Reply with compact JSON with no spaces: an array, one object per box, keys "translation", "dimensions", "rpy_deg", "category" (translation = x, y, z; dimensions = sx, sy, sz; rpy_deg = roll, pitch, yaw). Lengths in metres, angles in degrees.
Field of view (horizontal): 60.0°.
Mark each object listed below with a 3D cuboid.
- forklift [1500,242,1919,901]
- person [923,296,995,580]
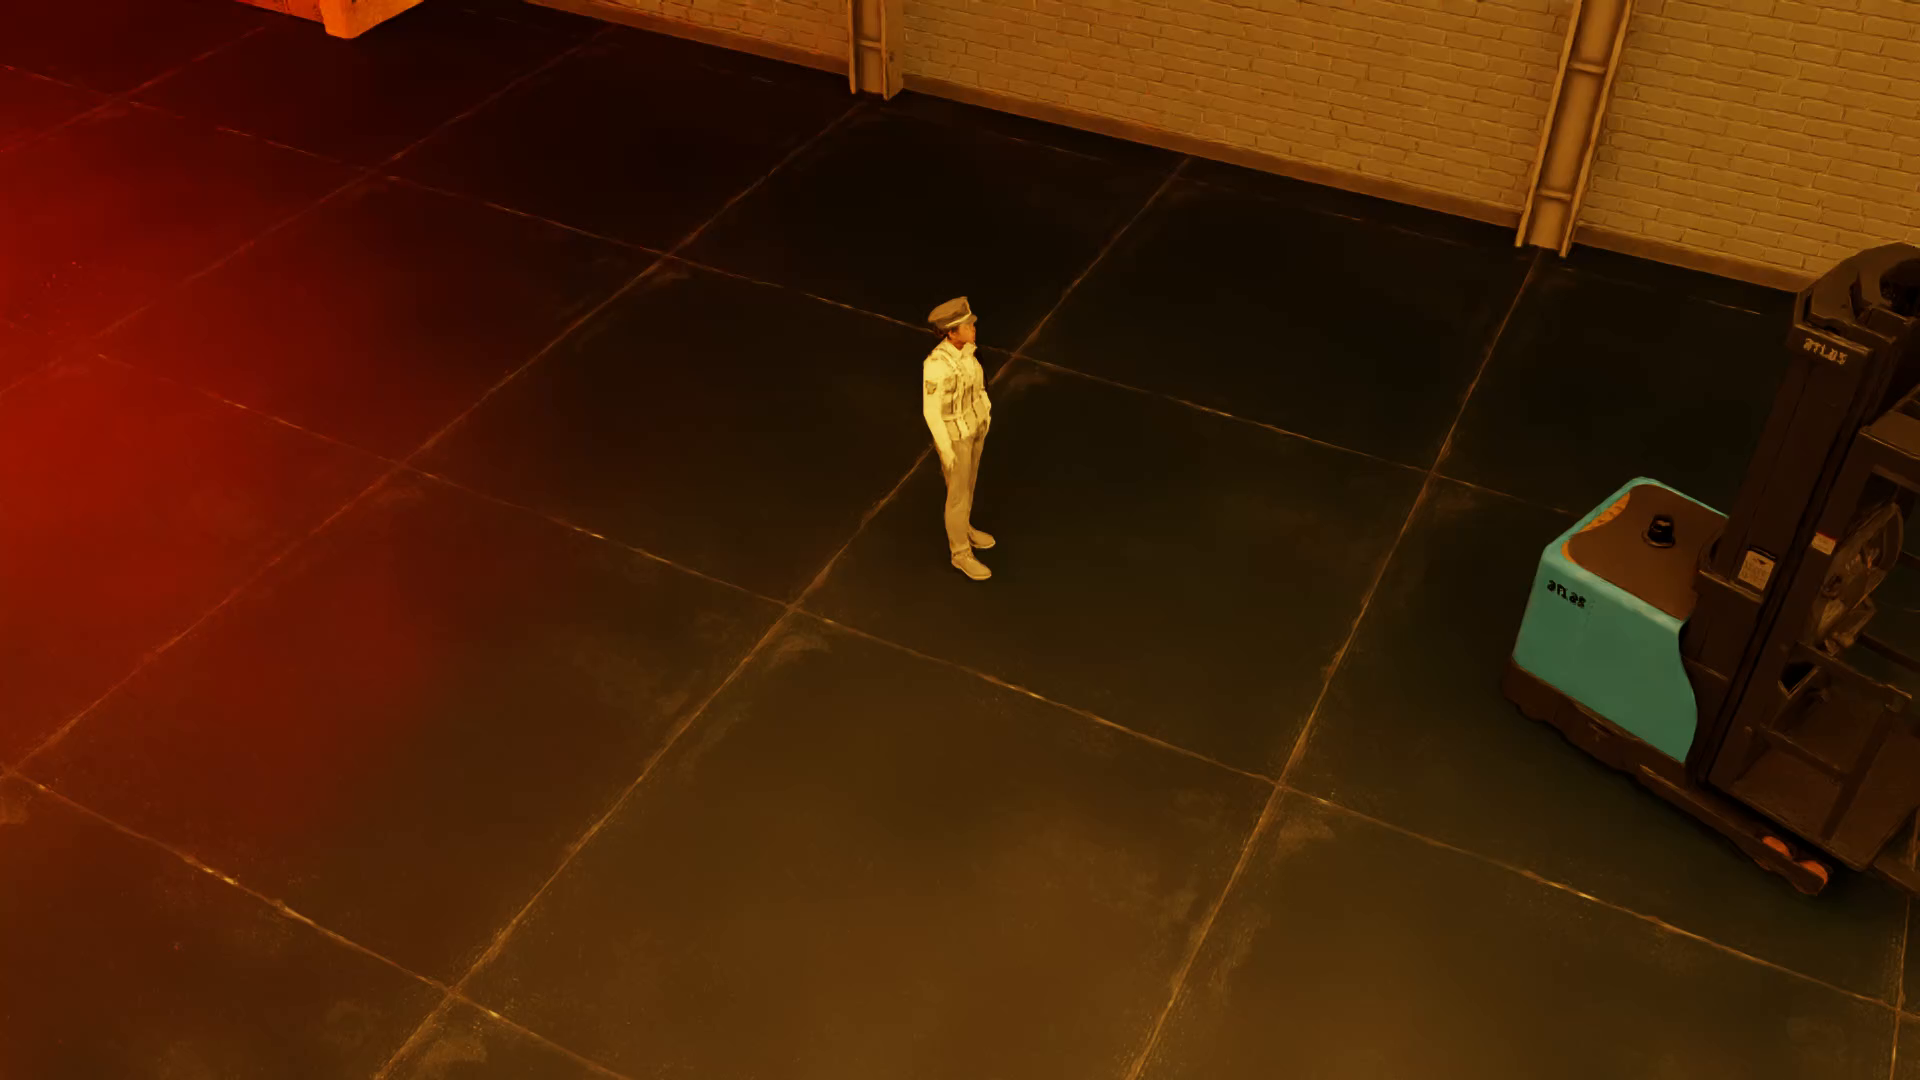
[{"translation":[4.350,0.242,7.699],"dimensions":[1.130,2.935,3.031],"rpy_deg":[-31,49,-31],"category":"forklift"},{"translation":[0.057,-0.630,9.682],"dimensions":[0.533,1.695,0.586],"rpy_deg":[18,43,21],"category":"person"}]
